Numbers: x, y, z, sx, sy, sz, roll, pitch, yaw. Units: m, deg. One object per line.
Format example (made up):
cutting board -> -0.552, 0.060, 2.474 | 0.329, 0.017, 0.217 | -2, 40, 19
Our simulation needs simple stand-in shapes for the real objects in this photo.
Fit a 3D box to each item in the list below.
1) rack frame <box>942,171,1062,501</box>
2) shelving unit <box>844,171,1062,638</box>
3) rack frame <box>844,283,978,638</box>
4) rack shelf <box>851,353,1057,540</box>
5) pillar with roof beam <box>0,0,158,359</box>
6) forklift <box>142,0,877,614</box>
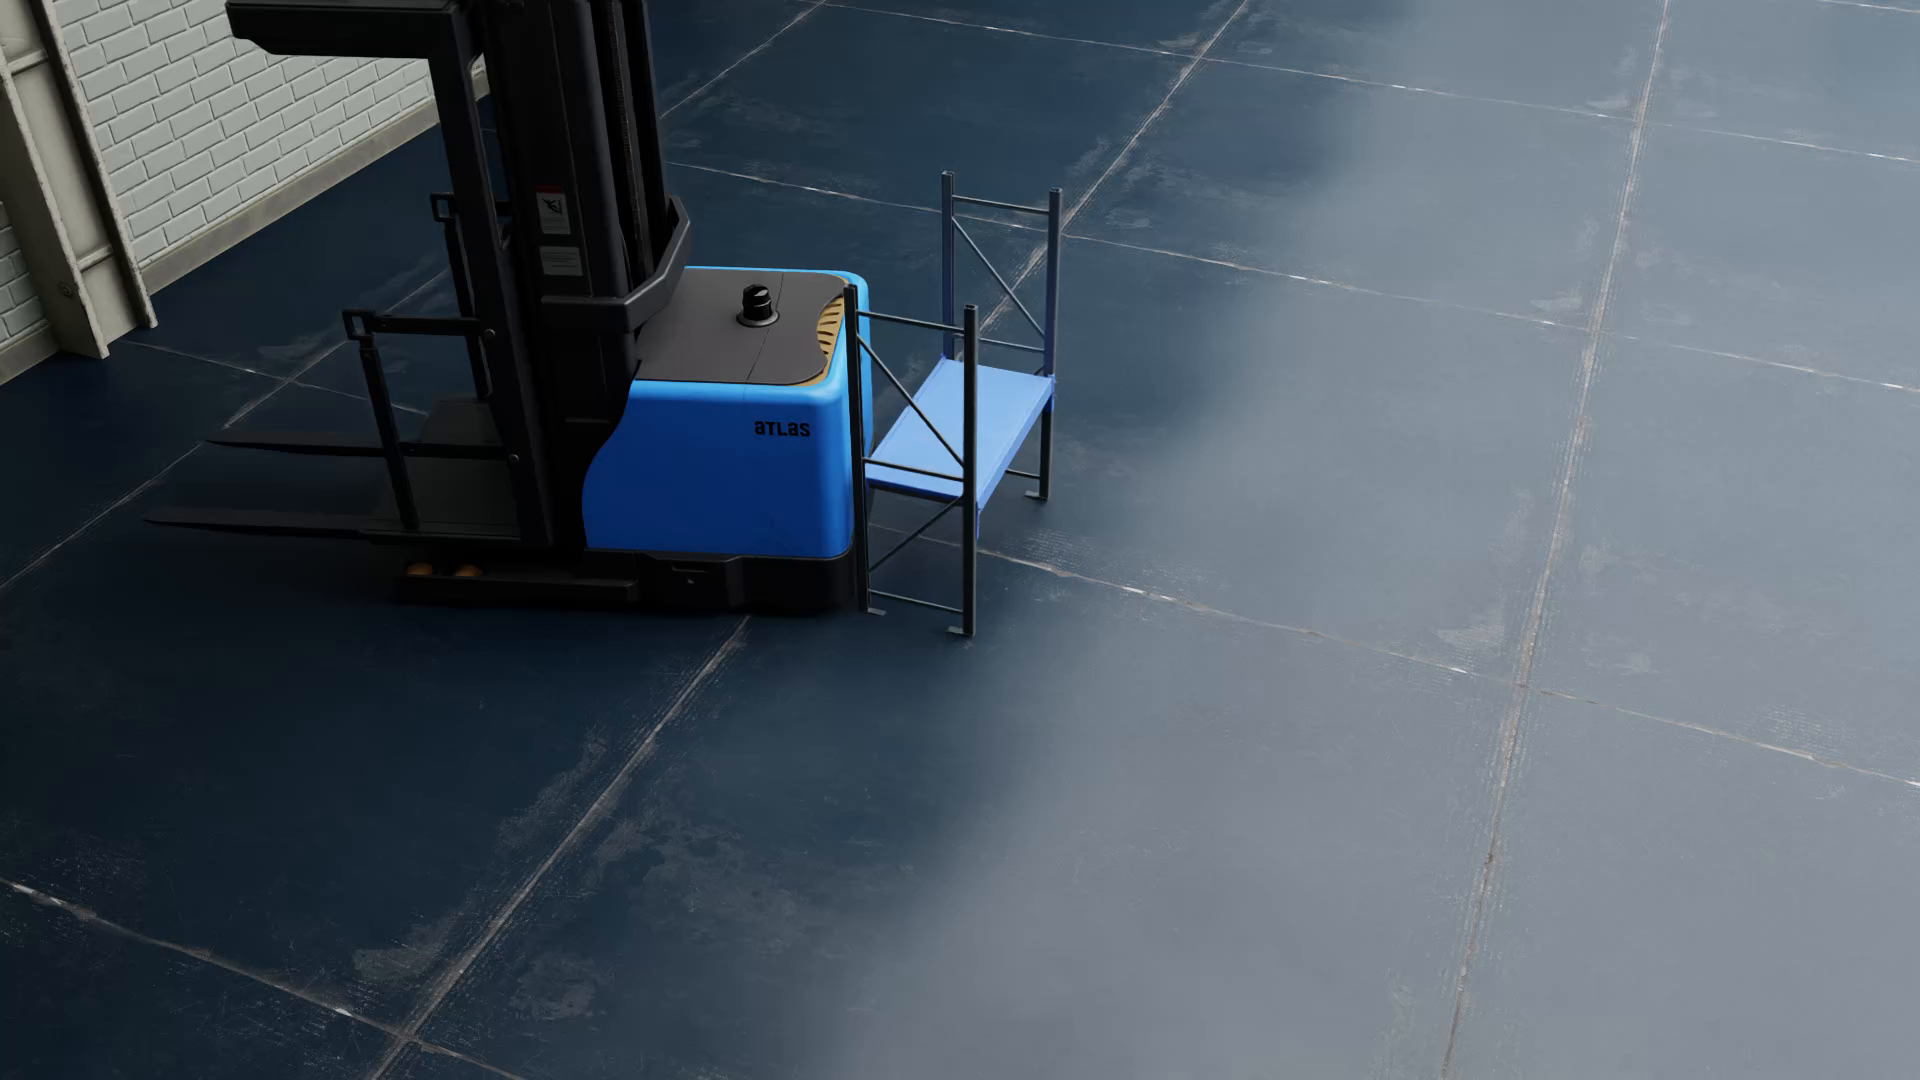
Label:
rack frame -> 0.166, -0.837, 7.118 | 0.500, 1.500, 0.032 | 12, 38, 16
shelving unit -> -0.006, -0.551, 6.734 | 0.538, 1.500, 1.048 | 12, 38, 16
rack frame -> -0.177, -0.265, 6.351 | 0.500, 1.500, 0.032 | 12, 38, 16
rack shelf -> -0.006, -0.407, 6.842 | 0.538, 0.185, 1.000 | 12, 38, 16
pillar with roof beam -> -0.464, -3.690, 4.671 | 9.100, 9.000, 0.400 | 14, 39, 18
forklift -> -1.913, -1.218, 6.431 | 3.031, 2.935, 1.130 | 2, 37, 3
